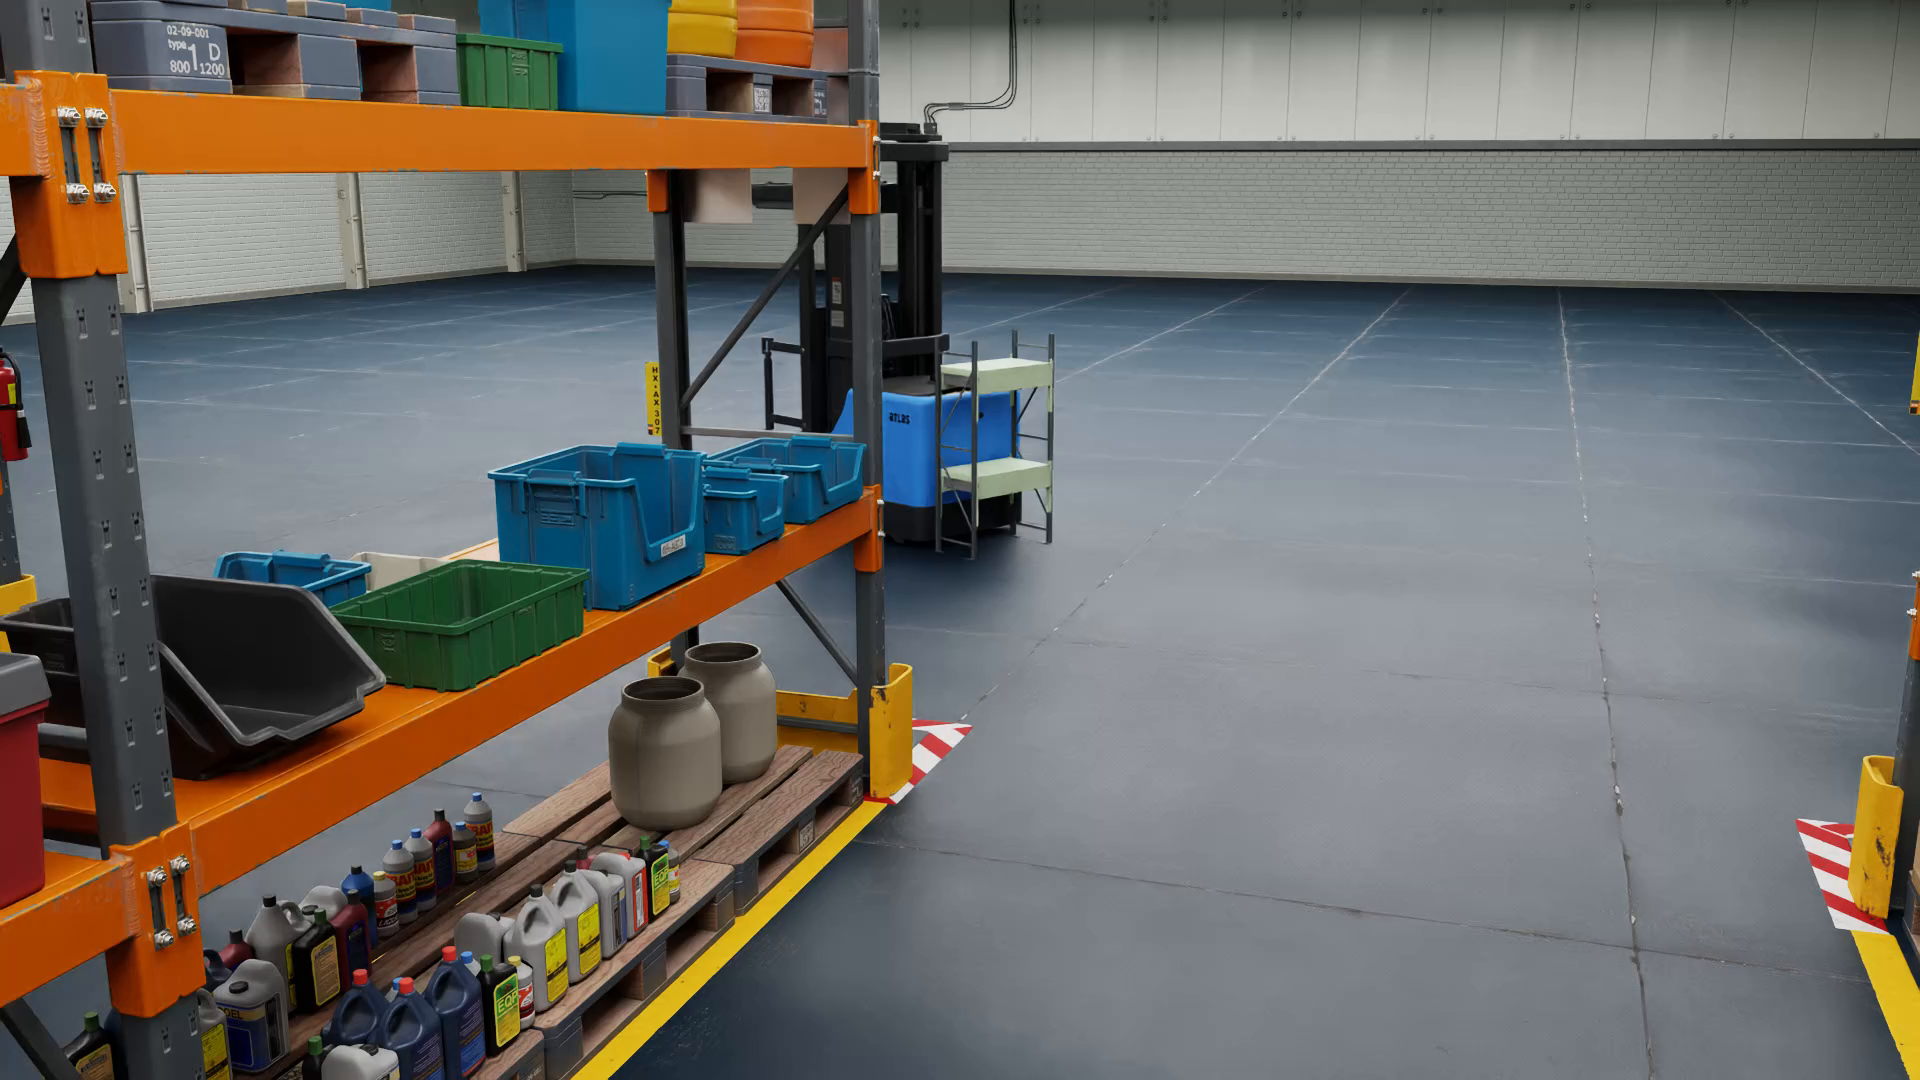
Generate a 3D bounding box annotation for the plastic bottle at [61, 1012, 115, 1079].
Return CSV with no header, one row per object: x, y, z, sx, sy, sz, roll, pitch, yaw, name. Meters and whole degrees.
-2.272,1.379,4.320,0.061,0.283,0.133,5,14,21,plastic bottle

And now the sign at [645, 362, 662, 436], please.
-1.340,-0.623,7.355,0.100,0.325,0.005,4,14,18,sign

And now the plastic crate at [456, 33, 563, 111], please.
-1.347,-1.277,4.578,0.336,0.188,0.450,4,14,18,plastic crate

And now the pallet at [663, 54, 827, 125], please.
-1.181,-1.651,6.163,1.003,0.211,1.213,4,14,18,pallet

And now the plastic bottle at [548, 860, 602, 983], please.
-1.203,1.163,5.116,0.144,0.351,0.185,5,14,21,plastic bottle

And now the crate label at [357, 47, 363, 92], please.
-1.739,-1.467,5.269,0.502,0.251,0.408,4,14,18,crate label

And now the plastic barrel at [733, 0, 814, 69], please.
-0.858,-2.213,6.292,0.600,0.830,0.708,4,14,18,plastic barrel

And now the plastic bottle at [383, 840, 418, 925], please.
-1.846,1.120,5.480,0.097,0.271,0.097,0,13,0,plastic bottle

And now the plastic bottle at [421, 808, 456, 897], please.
-1.793,1.068,5.685,0.061,0.283,0.133,5,14,19,plastic bottle

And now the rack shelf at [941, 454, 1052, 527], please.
0.241,-0.355,11.639,0.720,0.370,0.431,-12,17,-41,rack shelf

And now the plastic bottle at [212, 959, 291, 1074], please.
-1.969,1.317,4.611,0.152,0.276,0.135,4,14,18,plastic bottle

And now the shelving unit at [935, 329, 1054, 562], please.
0.241,-0.673,11.566,0.755,1.500,0.431,-12,17,-41,shelving unit

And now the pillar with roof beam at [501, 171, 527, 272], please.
-6.881,-10.724,38.750,9.100,9.000,0.548,4,14,18,pillar with roof beam

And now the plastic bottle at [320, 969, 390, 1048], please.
-1.598,1.321,4.424,0.144,0.351,0.185,4,14,18,plastic bottle

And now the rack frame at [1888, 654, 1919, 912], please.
3.864,-0.090,5.643,1.000,3.000,0.127,4,14,18,rack frame

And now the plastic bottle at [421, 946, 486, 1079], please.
-1.401,1.292,4.552,0.144,0.351,0.185,4,13,16,plastic bottle

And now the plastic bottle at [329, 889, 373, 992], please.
-1.856,1.213,5.048,0.061,0.283,0.133,4,14,18,plastic bottle

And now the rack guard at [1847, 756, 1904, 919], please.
3.872,1.123,5.943,1.175,0.500,0.348,4,14,18,rack guard

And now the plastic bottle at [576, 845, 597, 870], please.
-1.209,1.124,5.439,0.061,0.283,0.133,4,14,18,plastic bottle

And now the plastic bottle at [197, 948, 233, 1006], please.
-2.118,1.275,4.626,0.144,0.351,0.185,4,13,16,plastic bottle

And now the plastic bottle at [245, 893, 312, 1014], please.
-2.013,1.207,4.924,0.144,0.351,0.185,4,14,18,plastic bottle

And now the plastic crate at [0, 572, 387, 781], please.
-1.826,0.324,3.968,0.767,0.338,0.504,4,14,18,plastic crate

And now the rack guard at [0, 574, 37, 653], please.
-5.532,0.430,8.979,1.175,0.500,0.348,4,14,18,rack guard

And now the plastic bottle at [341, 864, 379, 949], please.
-1.912,1.163,5.294,0.097,0.271,0.097,0,13,0,plastic bottle

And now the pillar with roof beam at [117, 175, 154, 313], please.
-10.763,-8.197,27.680,9.100,9.000,0.400,4,14,18,pillar with roof beam

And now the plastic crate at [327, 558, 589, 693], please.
-1.409,0.232,4.705,0.450,0.188,0.662,4,14,18,plastic crate

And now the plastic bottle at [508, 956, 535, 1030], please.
-1.287,1.307,4.823,0.097,0.201,0.097,0,13,0,plastic bottle

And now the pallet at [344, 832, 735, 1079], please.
-1.466,1.358,5.564,1.003,0.211,1.213,4,14,18,pallet

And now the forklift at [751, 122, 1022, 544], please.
-0.914,-1.667,12.703,1.130,2.935,3.031,-12,17,-41,forklift

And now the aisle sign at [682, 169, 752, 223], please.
-1.075,-1.751,7.078,0.394,0.787,0.004,4,14,18,aisle sign

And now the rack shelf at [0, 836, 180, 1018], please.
-2.763,1.166,1.754,1.077,0.370,4.000,4,14,18,rack shelf

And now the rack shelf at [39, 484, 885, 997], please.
-1.468,0.324,5.444,1.077,0.370,4.000,4,14,18,rack shelf

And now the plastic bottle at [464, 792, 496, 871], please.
-1.703,1.027,5.889,0.097,0.271,0.097,0,13,0,plastic bottle

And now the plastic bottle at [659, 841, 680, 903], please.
-1.001,1.120,5.638,0.097,0.201,0.097,0,13,0,plastic bottle

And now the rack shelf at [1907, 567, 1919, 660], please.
3.217,0.682,3.878,1.077,0.370,4.000,4,14,18,rack shelf

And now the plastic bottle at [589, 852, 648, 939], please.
-1.108,1.135,5.406,0.152,0.276,0.135,4,14,19,plastic bottle

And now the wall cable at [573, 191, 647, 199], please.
-8.750,-10.045,42.754,3.097,2.526,0.112,4,14,18,wall cable

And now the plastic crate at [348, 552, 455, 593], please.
-1.830,0.163,5.126,0.530,0.136,0.437,4,14,18,plastic crate

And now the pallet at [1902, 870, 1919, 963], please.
3.657,1.433,5.234,1.003,0.211,1.213,4,14,18,pallet

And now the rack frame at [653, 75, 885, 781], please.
-0.821,-0.448,7.209,1.000,3.000,0.127,4,14,18,rack frame

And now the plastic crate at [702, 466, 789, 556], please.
-0.916,-0.112,6.072,0.499,0.251,0.408,4,14,18,plastic crate

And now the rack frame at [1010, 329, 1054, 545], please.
0.510,-0.728,11.808,0.023,1.500,0.400,-12,17,-41,rack frame

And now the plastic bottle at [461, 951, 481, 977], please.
-1.388,1.297,4.709,0.097,0.271,0.097,0,13,0,plastic bottle

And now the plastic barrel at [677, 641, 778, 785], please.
-0.962,0.705,6.807,0.421,0.512,0.421,0,13,0,plastic barrel

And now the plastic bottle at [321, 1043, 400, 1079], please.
-1.519,1.402,4.235,0.152,0.276,0.135,5,14,20,plastic bottle
